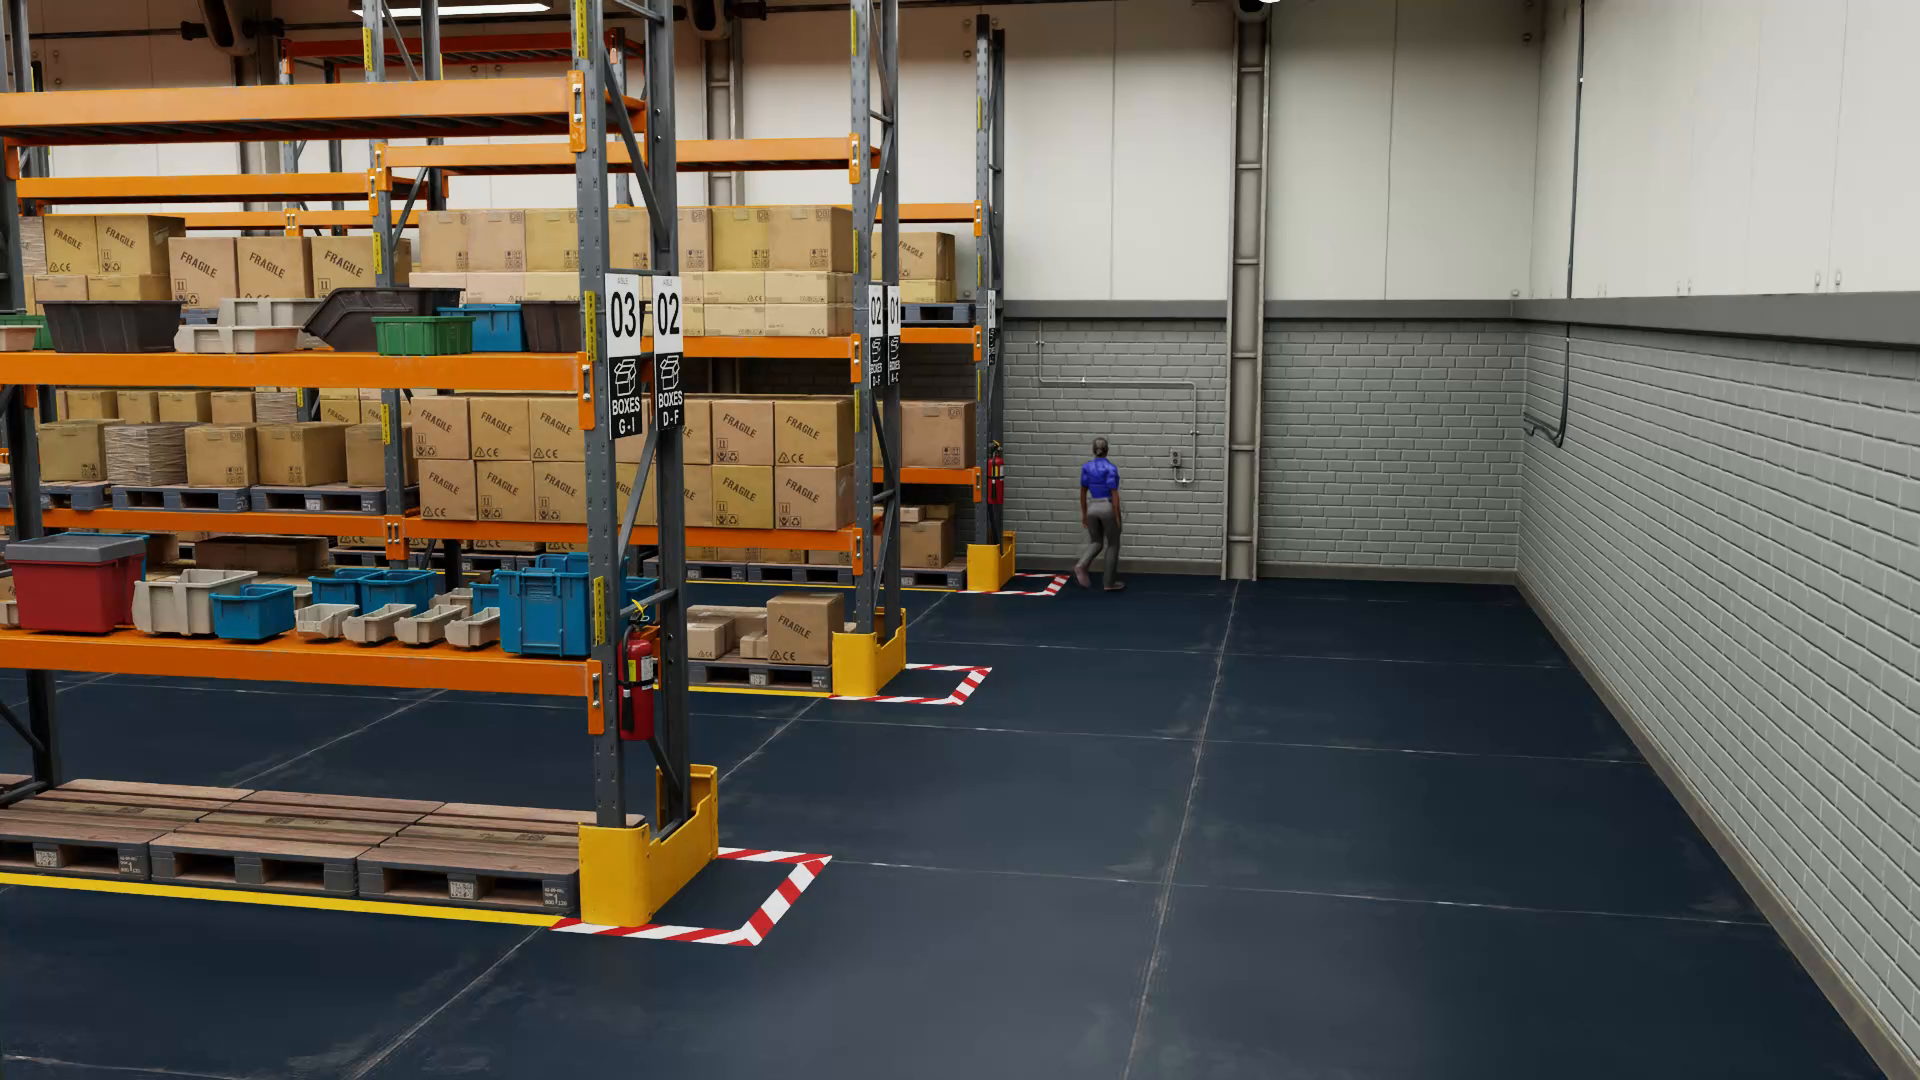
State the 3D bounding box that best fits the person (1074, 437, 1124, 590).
[{"bbox_3d":[1.485,-0.272,17.638,0.477,1.635,0.613,6,10,37],"label":"person"}]
